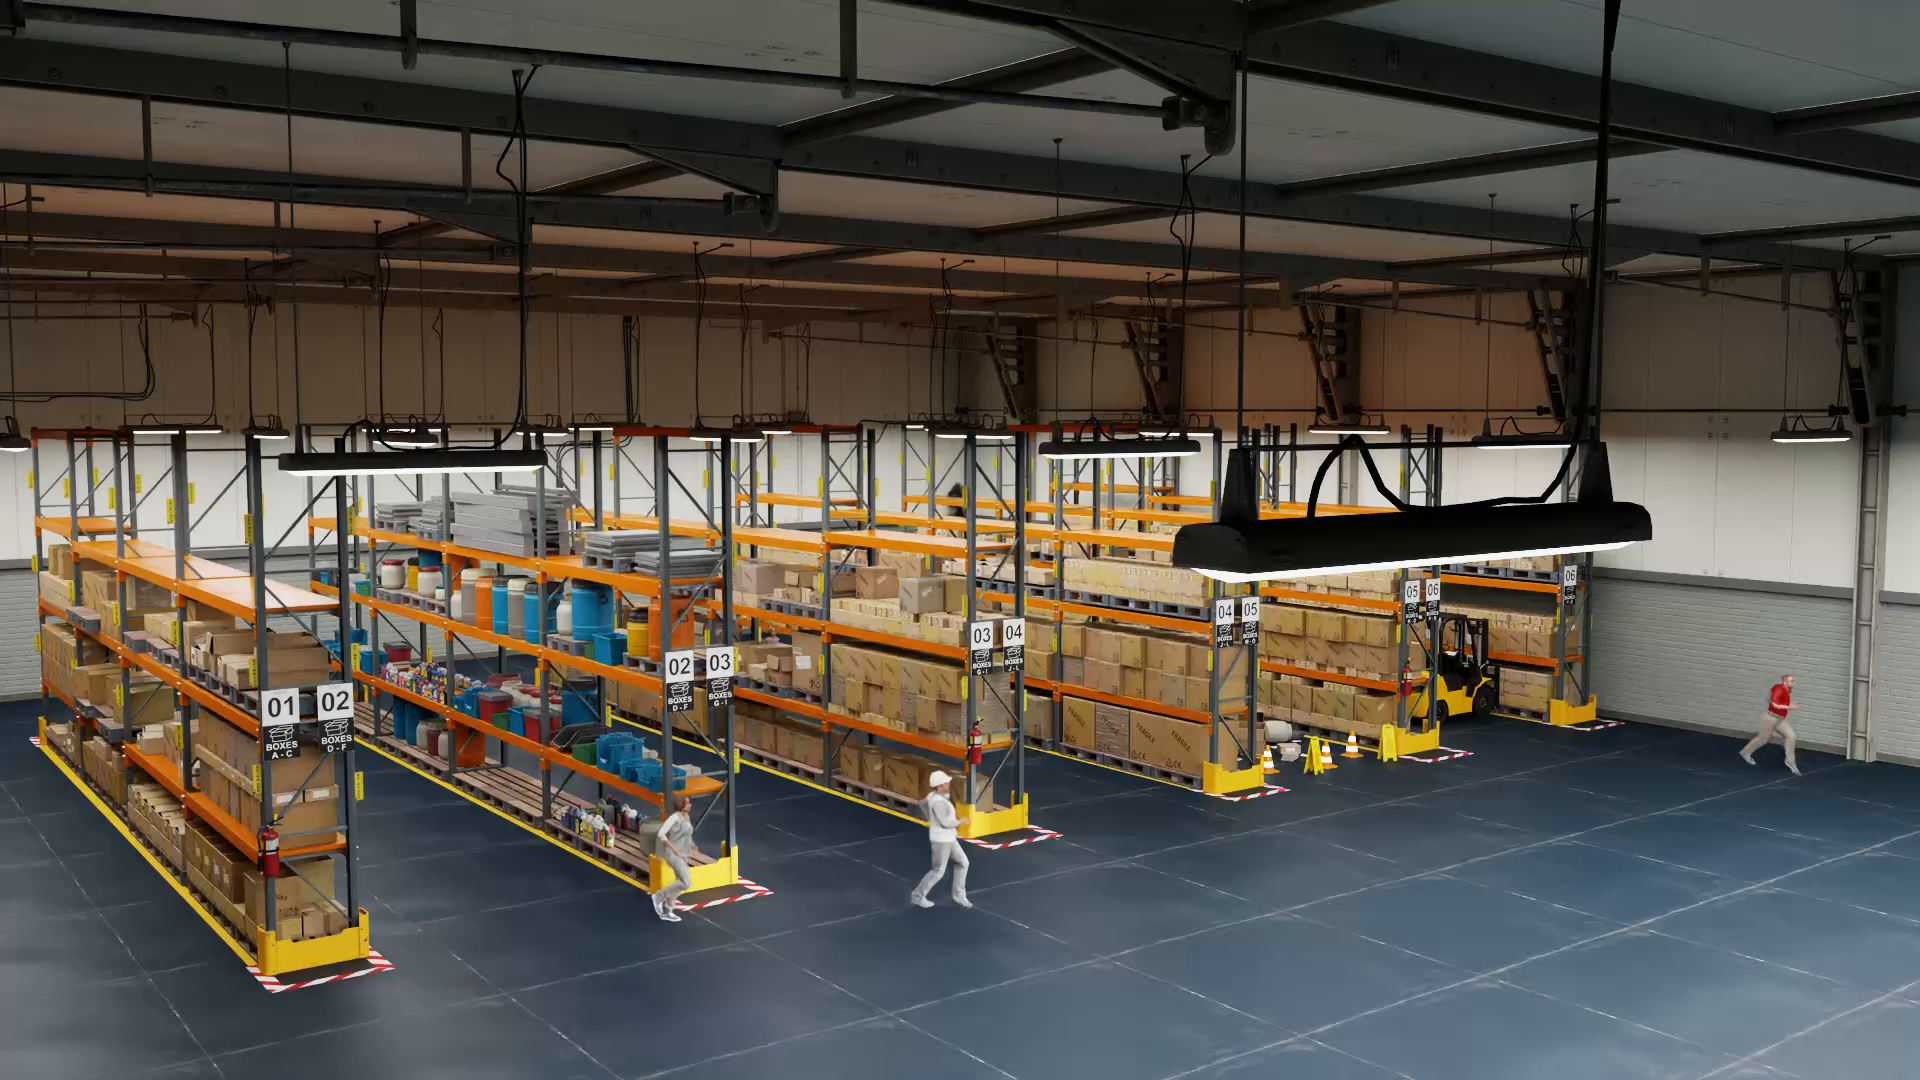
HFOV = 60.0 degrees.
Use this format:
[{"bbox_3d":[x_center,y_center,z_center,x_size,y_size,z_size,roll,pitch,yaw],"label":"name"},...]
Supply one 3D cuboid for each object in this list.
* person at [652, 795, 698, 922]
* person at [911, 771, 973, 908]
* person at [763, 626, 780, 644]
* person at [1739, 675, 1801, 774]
[{"bbox_3d":[-3.520,3.952,20.695,0.525,1.535,0.535,1,5,12],"label":"person"},{"bbox_3d":[-0.229,3.809,21.058,0.791,1.805,0.658,0,4,-1],"label":"person"},{"bbox_3d":[-4.141,2.679,36.583,0.547,1.563,0.755,-4,6,-40],"label":"person"},{"bbox_3d":[14.238,3.207,29.208,0.658,1.752,1.015,-4,6,-42],"label":"person"}]
